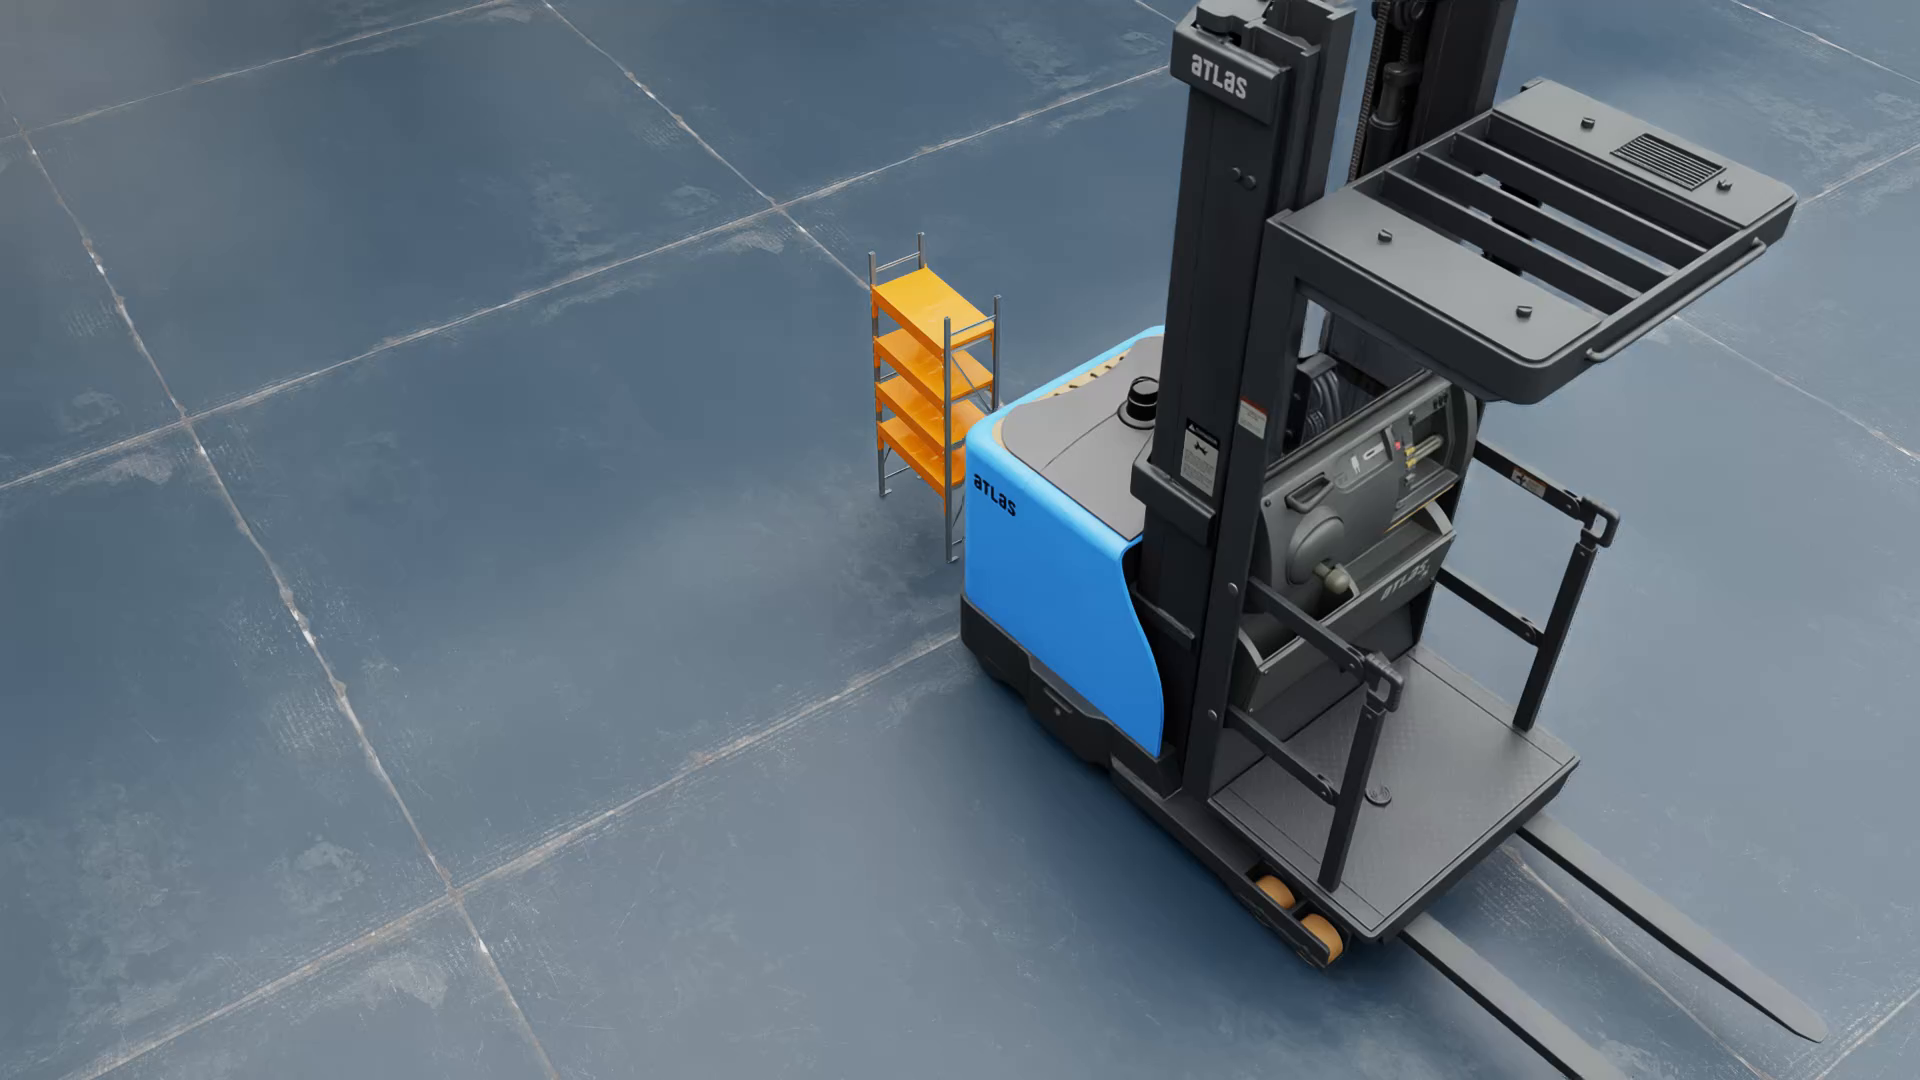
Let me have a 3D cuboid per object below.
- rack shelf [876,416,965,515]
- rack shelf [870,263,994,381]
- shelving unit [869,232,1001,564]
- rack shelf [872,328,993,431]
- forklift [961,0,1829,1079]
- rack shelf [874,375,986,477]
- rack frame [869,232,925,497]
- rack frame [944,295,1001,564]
[{"bbox_3d":[-0.095,-0.335,6.617,0.258,0.148,0.480,-26,49,-24],"label":"rack shelf"},{"bbox_3d":[-0.095,-0.812,6.163,0.258,0.148,0.480,-26,49,-24],"label":"rack shelf"},{"bbox_3d":[-0.095,-0.528,6.434,0.258,1.200,0.503,-26,49,-24],"label":"shelving unit"},{"bbox_3d":[-0.095,-0.641,6.326,0.258,0.148,0.480,-26,49,-24],"label":"rack shelf"},{"bbox_3d":[1.337,-0.097,4.729,1.130,2.935,3.031,-30,51,-28],"label":"forklift"},{"bbox_3d":[-0.095,-0.479,6.480,0.258,0.148,0.480,-26,49,-24],"label":"rack shelf"},{"bbox_3d":[-0.234,-0.666,6.579,0.240,1.200,0.015,-26,49,-24],"label":"rack frame"},{"bbox_3d":[0.045,-0.390,6.289,0.240,1.200,0.015,-26,49,-24],"label":"rack frame"}]
